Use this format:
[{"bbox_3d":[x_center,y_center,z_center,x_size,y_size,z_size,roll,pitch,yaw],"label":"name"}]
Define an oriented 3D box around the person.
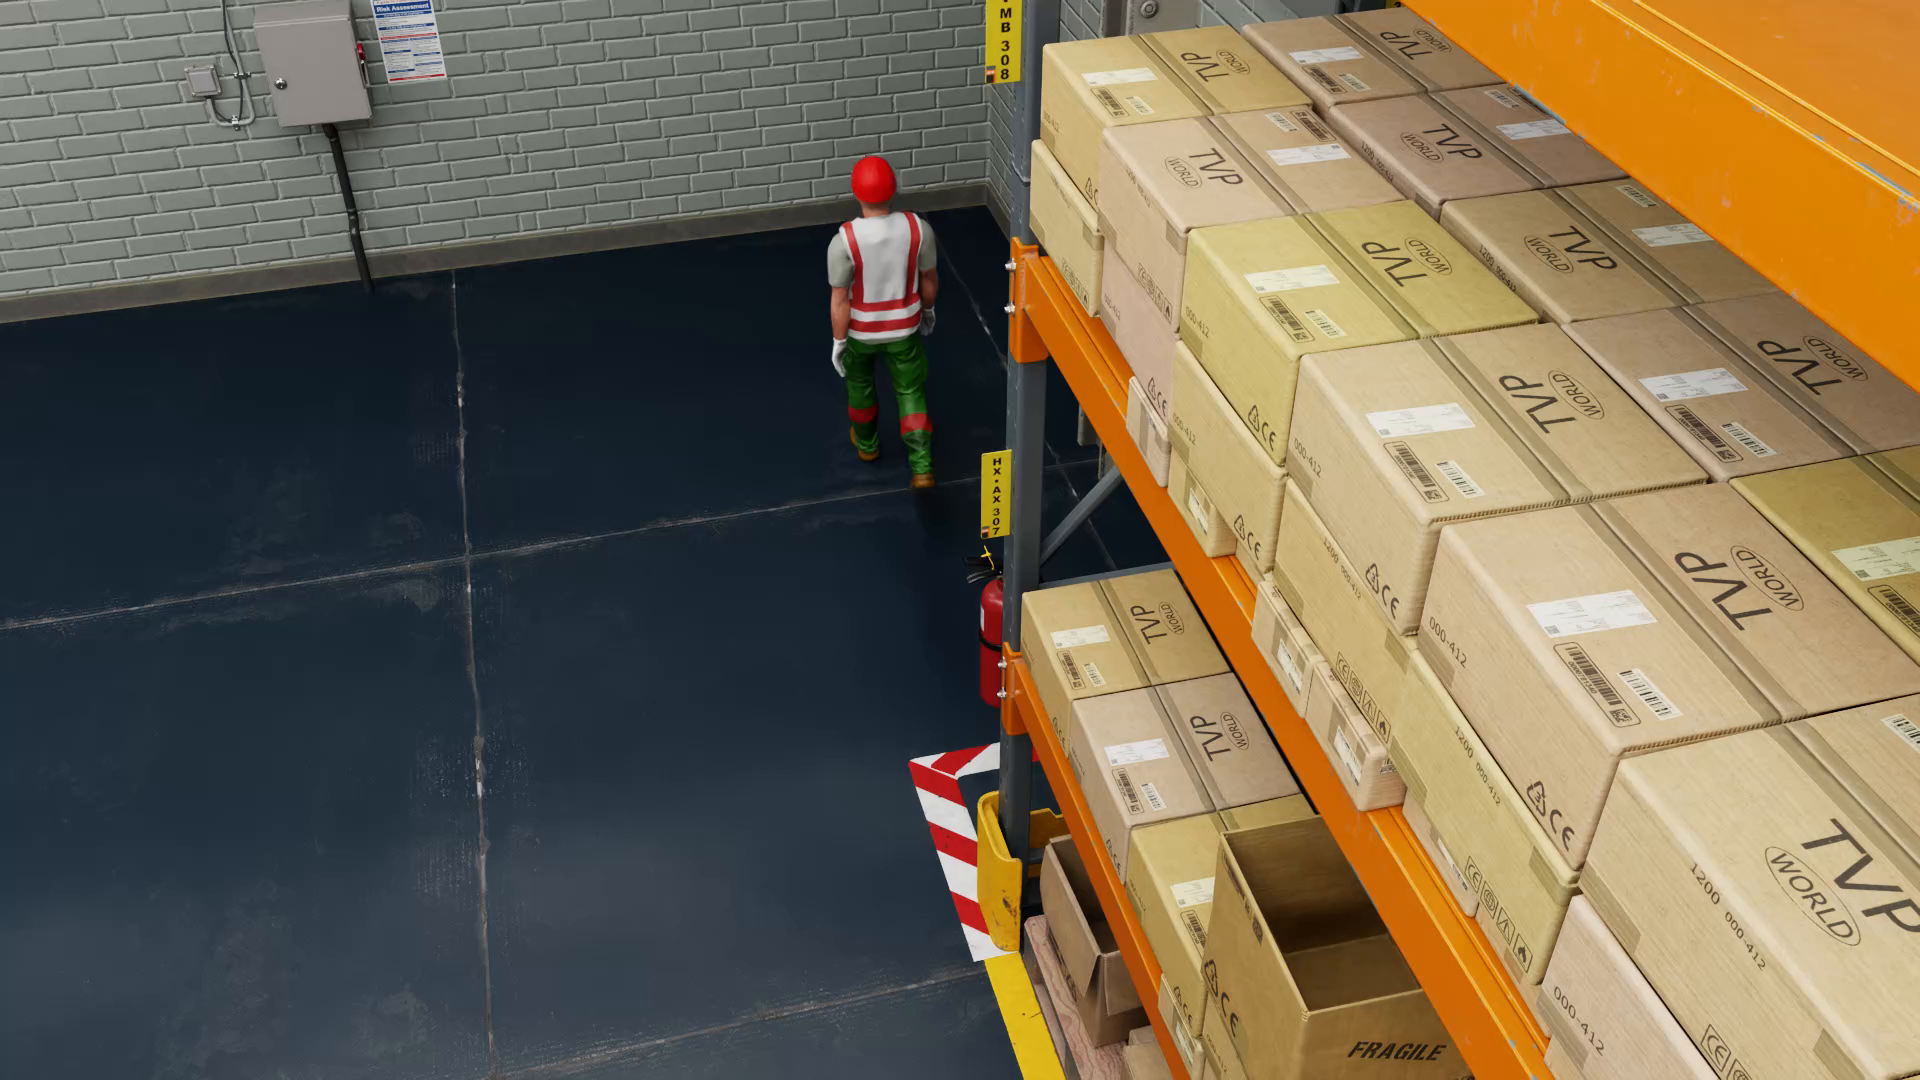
[{"bbox_3d":[-0.360,-1.019,8.003,0.553,1.762,0.913,-8,39,-10],"label":"person"}]
